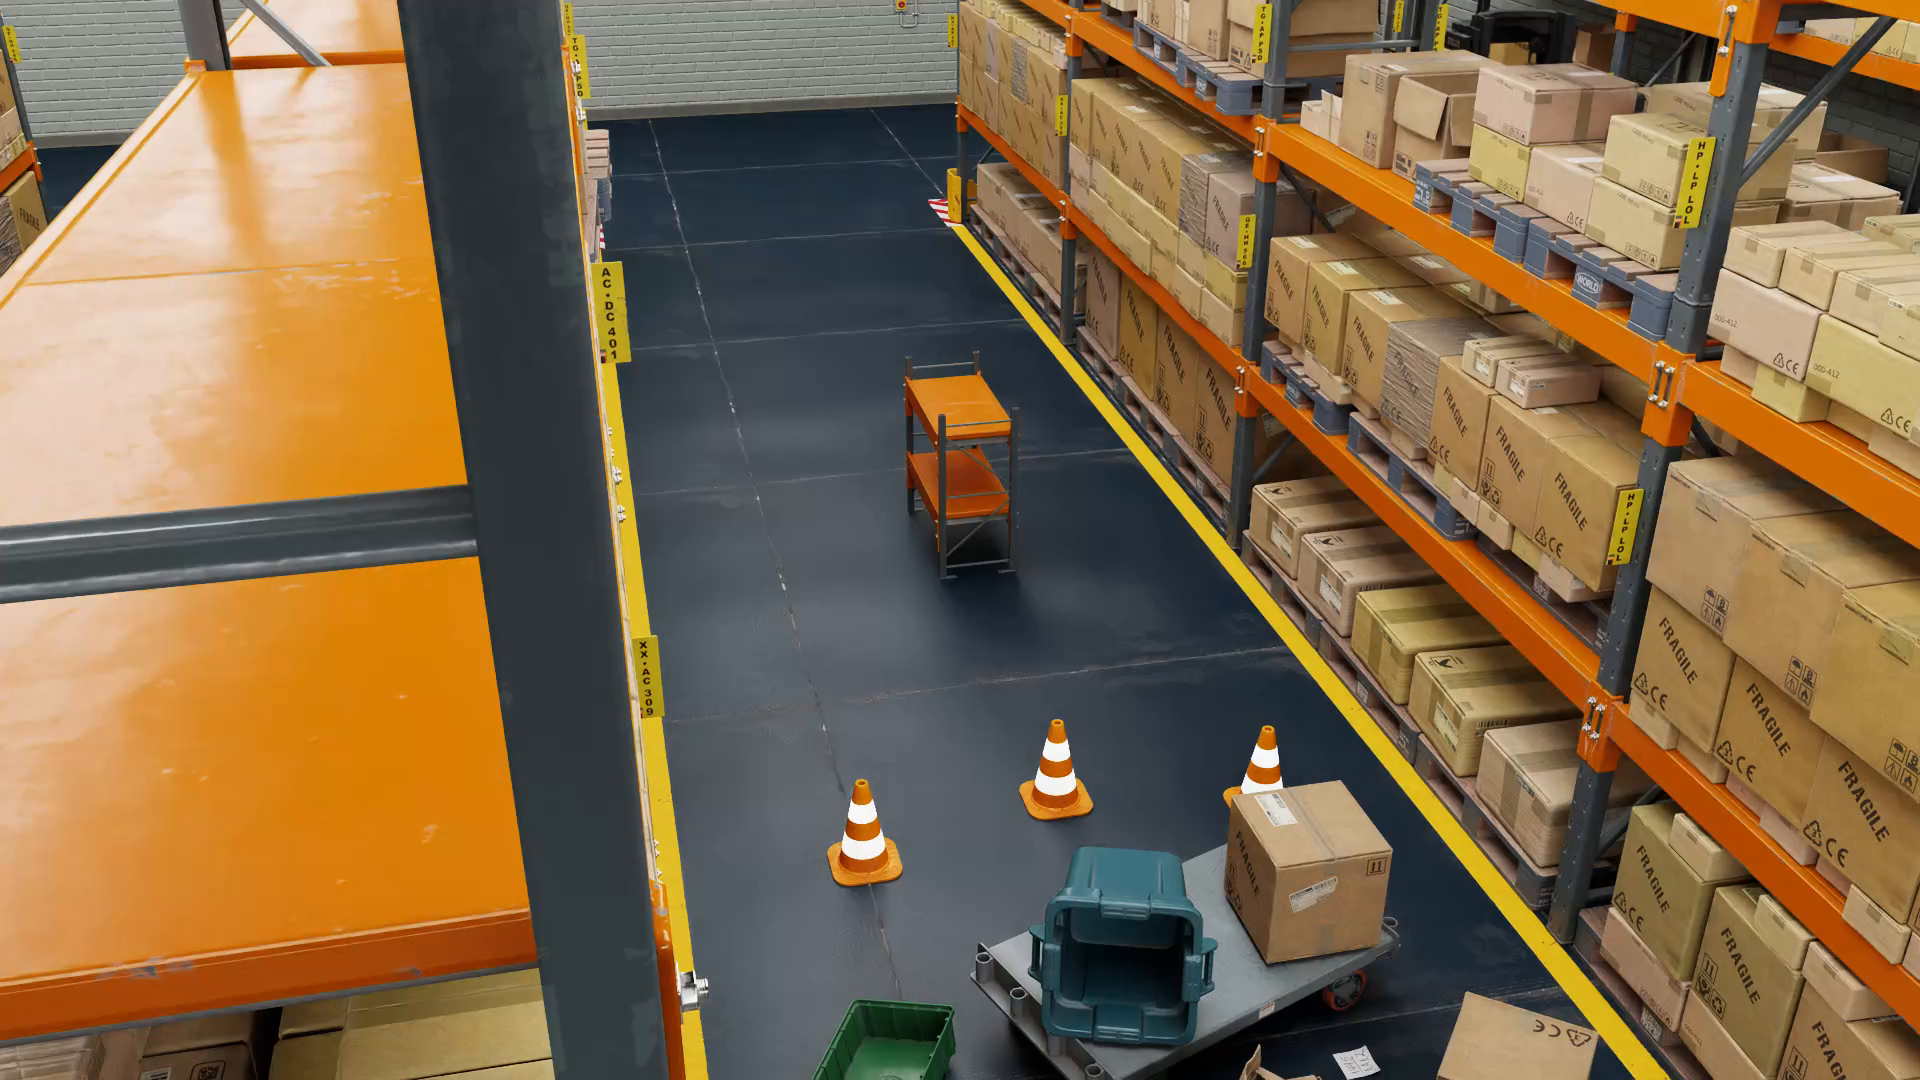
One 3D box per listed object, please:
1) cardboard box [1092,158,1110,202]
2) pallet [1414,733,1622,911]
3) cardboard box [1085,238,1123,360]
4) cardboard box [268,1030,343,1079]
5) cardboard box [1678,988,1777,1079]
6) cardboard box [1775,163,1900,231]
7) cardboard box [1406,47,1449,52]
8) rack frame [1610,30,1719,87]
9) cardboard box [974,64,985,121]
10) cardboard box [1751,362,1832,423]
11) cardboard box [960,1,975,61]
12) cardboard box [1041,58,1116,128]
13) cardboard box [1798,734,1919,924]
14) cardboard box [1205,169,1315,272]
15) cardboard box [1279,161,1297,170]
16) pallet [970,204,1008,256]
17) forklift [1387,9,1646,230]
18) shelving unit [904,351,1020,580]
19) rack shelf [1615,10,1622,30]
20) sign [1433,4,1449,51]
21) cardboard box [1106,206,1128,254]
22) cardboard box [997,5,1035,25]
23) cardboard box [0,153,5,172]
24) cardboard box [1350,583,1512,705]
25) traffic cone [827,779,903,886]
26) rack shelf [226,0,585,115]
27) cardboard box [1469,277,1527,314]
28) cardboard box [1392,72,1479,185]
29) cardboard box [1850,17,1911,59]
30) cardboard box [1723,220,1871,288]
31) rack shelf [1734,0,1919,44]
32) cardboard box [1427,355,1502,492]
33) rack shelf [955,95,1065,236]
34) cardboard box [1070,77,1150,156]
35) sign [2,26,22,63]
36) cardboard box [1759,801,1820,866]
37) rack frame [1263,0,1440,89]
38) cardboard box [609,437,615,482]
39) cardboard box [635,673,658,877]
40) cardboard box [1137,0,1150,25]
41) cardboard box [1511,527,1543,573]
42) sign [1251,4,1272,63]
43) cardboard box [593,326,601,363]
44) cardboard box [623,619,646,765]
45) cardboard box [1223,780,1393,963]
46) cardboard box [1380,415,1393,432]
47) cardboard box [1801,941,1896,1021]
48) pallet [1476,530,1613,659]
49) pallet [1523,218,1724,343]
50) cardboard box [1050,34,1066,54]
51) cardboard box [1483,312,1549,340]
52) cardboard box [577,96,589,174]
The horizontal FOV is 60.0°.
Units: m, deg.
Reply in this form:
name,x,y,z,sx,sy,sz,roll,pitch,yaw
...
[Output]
name,x,y,z,sx,sy,sz,roll,pitch,yaw
cardboard box,1.338,-2.810,12.947,0.500,0.250,0.500,-6,27,-11
pallet,2.995,1.313,8.260,1.003,0.211,1.213,-6,27,-12
cardboard box,1.586,-2.077,13.774,0.875,0.875,0.875,-5,27,-10
cardboard box,-0.586,0.838,2.037,0.500,0.250,0.500,-6,27,-12
cardboard box,3.173,1.970,6.451,0.500,0.250,0.500,-4,27,-9
cardboard box,3.430,-1.347,6.807,0.500,0.250,0.500,-7,28,-13
cardboard box,5.142,-5.203,17.912,0.500,0.250,0.500,-6,27,-11
rack frame,6.204,-3.608,14.915,1.000,3.000,0.127,-6,27,-12
cardboard box,0.437,-4.444,16.460,0.500,0.500,0.500,-6,27,-12
cardboard box,3.005,-0.534,5.776,0.380,0.149,0.250,-6,27,-12
cardboard box,0.298,-5.109,16.670,0.500,0.500,0.500,-7,28,-13
cardboard box,0.993,-3.772,14.020,0.500,0.500,0.500,-6,27,-12
cardboard box,3.235,0.894,5.556,0.500,0.500,0.500,-6,27,-12
cardboard box,1.899,-2.037,10.583,0.500,0.500,0.500,-7,28,-13
cardboard box,2.276,-2.295,11.094,0.500,0.500,0.500,-6,27,-11
pallet,0.724,-3.270,17.341,1.003,0.211,1.213,-6,27,-12
forklift,4.265,-2.387,12.572,1.130,2.935,3.031,-6,27,-12
shelving unit,-0.002,-0.505,10.849,0.538,1.125,1.048,-6,27,-12
rack shelf,5.753,-5.504,16.141,1.077,0.370,4.000,-6,27,-12
sign,2.799,-2.970,9.749,0.100,0.325,0.005,-6,27,-12
cardboard box,1.429,-2.361,12.613,0.500,0.250,0.500,-6,27,-12
cardboard box,0.555,-4.884,15.503,0.380,0.149,0.250,-6,27,-11
cardboard box,-8.616,-3.282,14.549,0.380,0.149,0.250,-5,27,-11
cardboard box,2.727,0.545,9.137,0.950,0.372,0.625,-5,27,-10
traffic cone,-0.460,1.347,7.913,0.336,0.463,0.334,-6,27,-12
rack shelf,-2.079,-2.099,6.511,1.077,0.370,4.000,-6,27,-12
cardboard box,2.914,-1.311,8.738,0.380,0.149,0.250,-7,28,-14
cardboard box,2.642,-2.064,8.414,0.797,0.503,0.637,-6,27,-12
cardboard box,6.639,-3.545,11.629,0.500,0.250,0.500,-6,27,-11
cardboard box,2.924,-1.001,5.817,0.380,0.149,0.250,-6,27,-13
rack shelf,3.622,-1.068,4.027,1.077,0.370,4.000,-6,27,-12
cardboard box,2.620,-0.579,8.008,0.500,0.500,0.500,-5,27,-10
rack shelf,0.918,-3.659,15.815,1.077,0.370,4.000,-6,27,-12
cardboard box,1.188,-3.371,13.225,0.500,0.500,0.500,-6,27,-11
sign,-8.656,-4.523,15.181,0.100,0.325,0.005,-6,27,-12
cardboard box,3.149,1.024,6.017,0.380,0.149,0.250,-5,27,-10
rack frame,2.270,-4.024,9.082,1.000,3.000,0.127,-6,27,-12
cardboard box,-1.118,-0.151,4.439,0.380,0.149,0.250,-6,27,-11
cardboard box,-1.342,0.803,4.811,0.875,0.550,0.550,-6,27,-12
cardboard box,1.439,-3.731,11.513,0.396,0.266,0.258,-4,27,-7
cardboard box,2.744,0.019,7.542,0.380,0.149,0.250,-7,28,-13
sign,1.727,-2.898,9.519,0.100,0.325,0.005,-6,27,-12
cardboard box,-1.067,-0.399,4.046,0.380,0.149,0.250,-5,27,-11
cardboard box,-0.720,0.273,2.715,0.380,0.149,0.250,-6,27,-12
cardboard box,1.444,1.382,6.964,0.500,0.500,0.500,-6,27,-12
cardboard box,2.484,-0.667,8.901,0.380,0.149,0.250,-5,27,-10
cardboard box,3.192,1.516,5.796,0.380,0.149,0.250,-4,27,-9
pallet,3.141,0.145,7.692,1.003,0.211,1.213,-6,27,-12
pallet,3.136,-1.127,6.880,1.213,0.211,1.003,-6,27,-12
cardboard box,0.989,-4.223,14.193,0.380,0.149,0.250,-6,27,-12
cardboard box,3.007,-0.853,8.549,0.500,0.500,0.500,-7,28,-14
cardboard box,-2.002,-1.902,7.729,0.500,0.311,0.500,-6,27,-12
